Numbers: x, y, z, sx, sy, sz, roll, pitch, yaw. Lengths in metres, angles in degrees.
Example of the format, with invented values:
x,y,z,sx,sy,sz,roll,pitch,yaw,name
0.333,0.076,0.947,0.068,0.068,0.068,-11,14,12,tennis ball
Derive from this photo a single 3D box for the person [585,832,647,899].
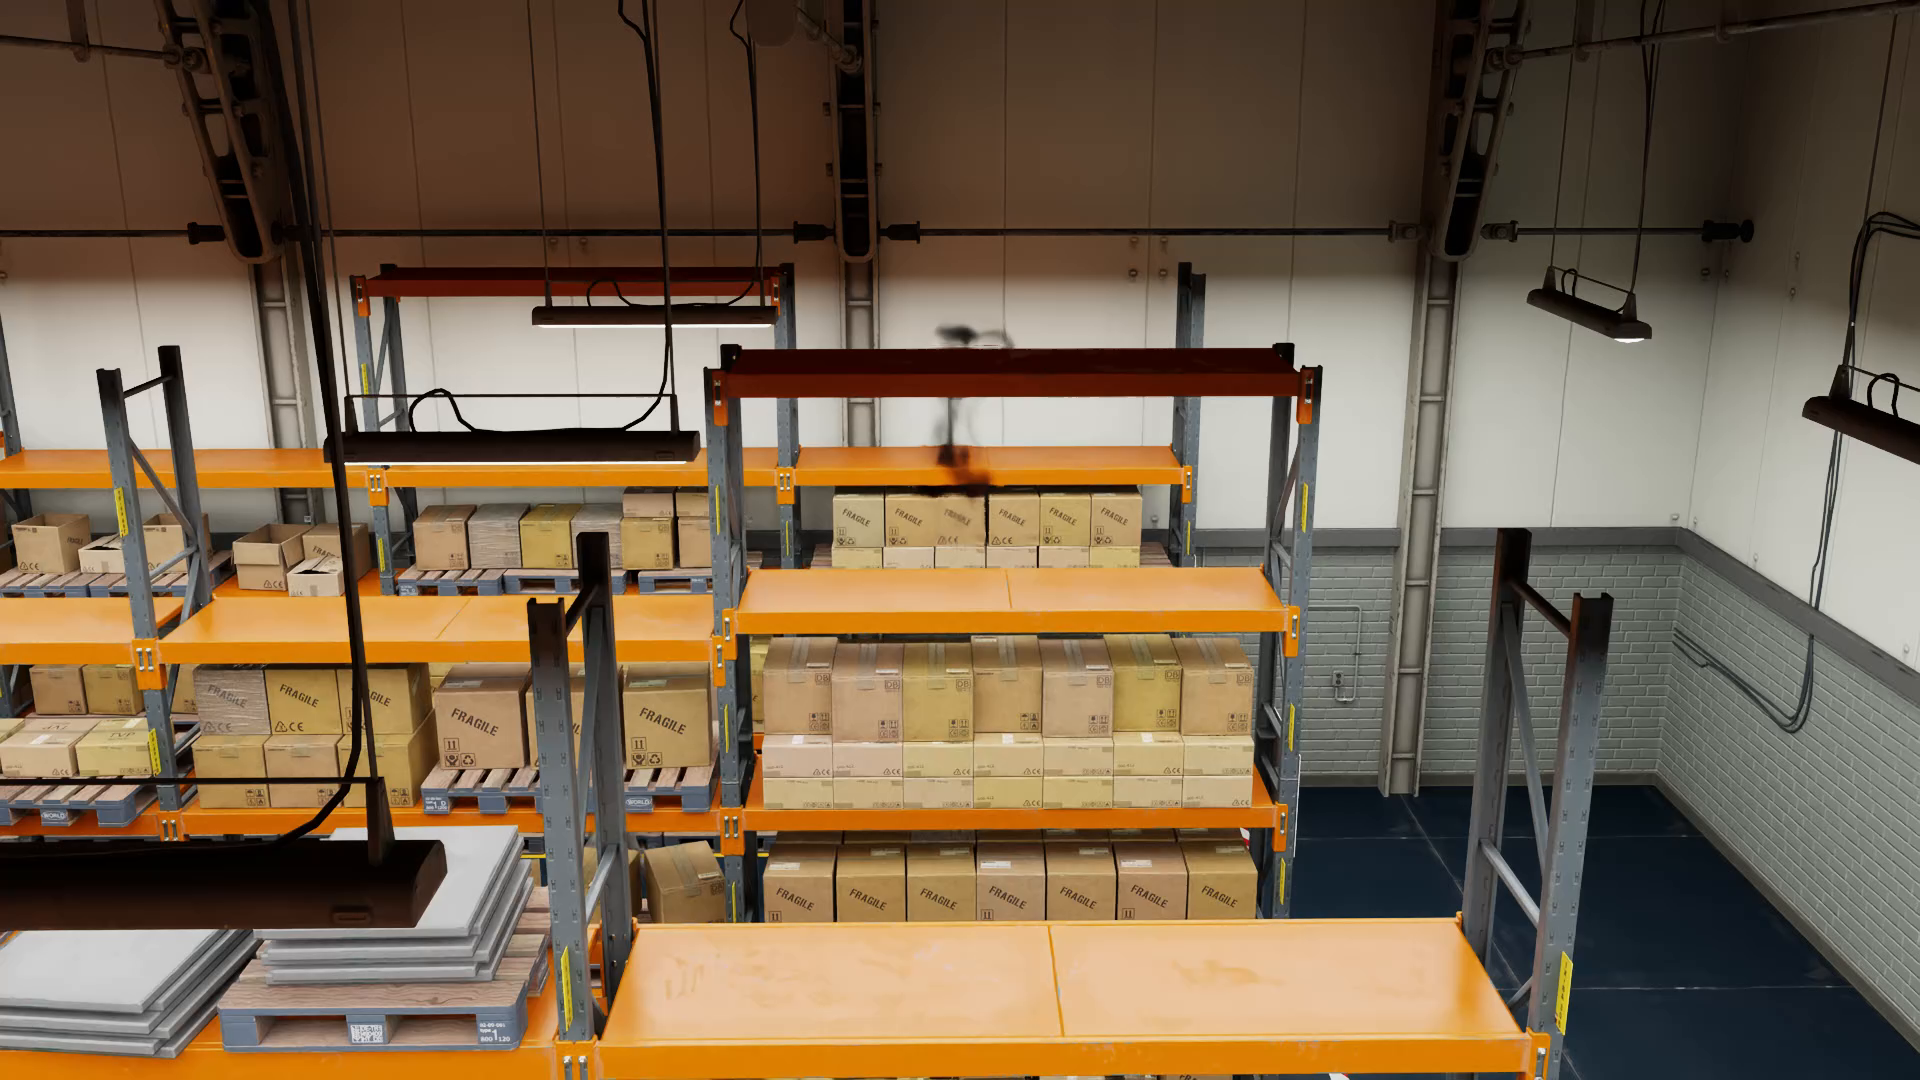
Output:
x,y,z,sx,sy,sz,roll,pitch,yaw,name
-3.261,2.789,16.044,0.889,1.656,0.602,-2,16,-9,person
